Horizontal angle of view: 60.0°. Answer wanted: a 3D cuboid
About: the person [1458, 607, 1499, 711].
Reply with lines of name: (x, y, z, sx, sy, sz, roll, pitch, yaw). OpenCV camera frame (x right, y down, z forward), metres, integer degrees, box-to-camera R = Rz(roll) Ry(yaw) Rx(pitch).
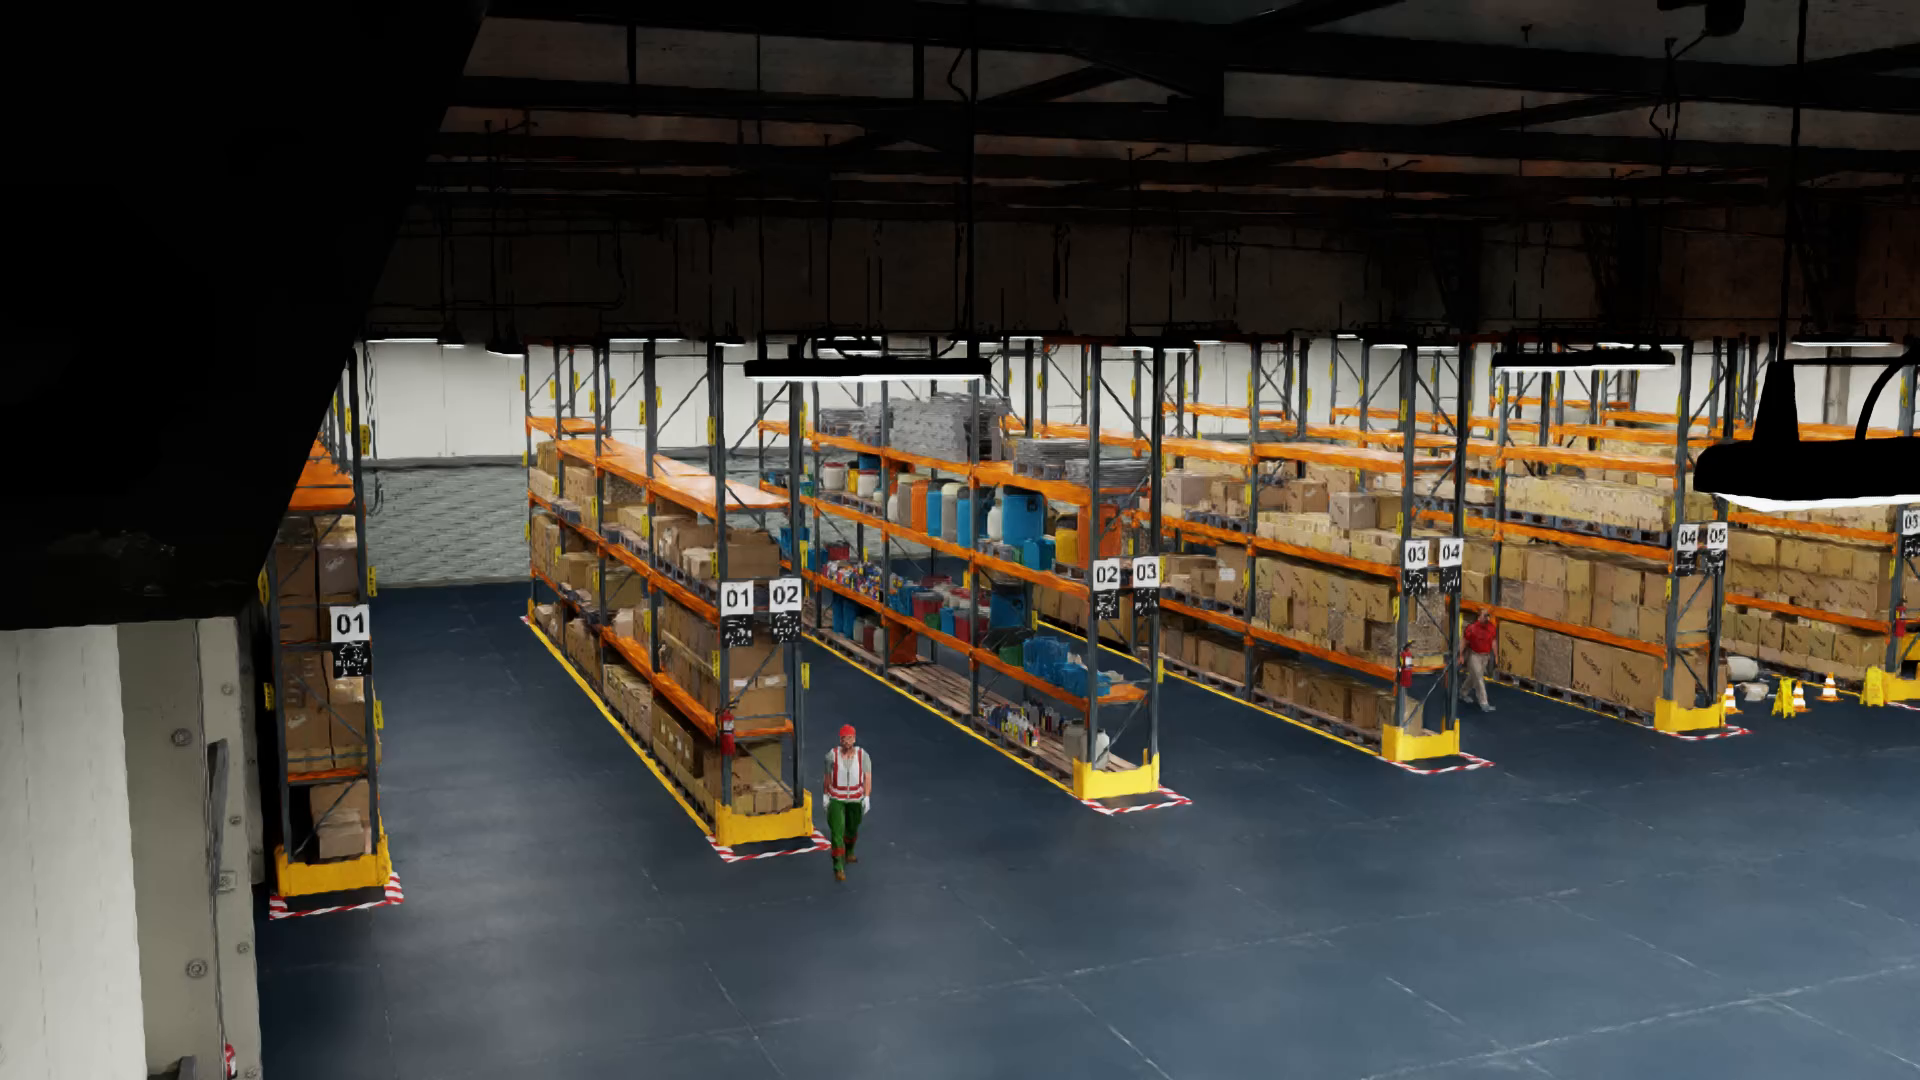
person: (8.479, 1.908, 27.075, 0.557, 1.665, 1.030, -3, 8, -23)

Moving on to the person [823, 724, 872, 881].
person: (-1.272, 2.947, 18.968, 0.535, 1.725, 1.024, -2, 8, -13)
